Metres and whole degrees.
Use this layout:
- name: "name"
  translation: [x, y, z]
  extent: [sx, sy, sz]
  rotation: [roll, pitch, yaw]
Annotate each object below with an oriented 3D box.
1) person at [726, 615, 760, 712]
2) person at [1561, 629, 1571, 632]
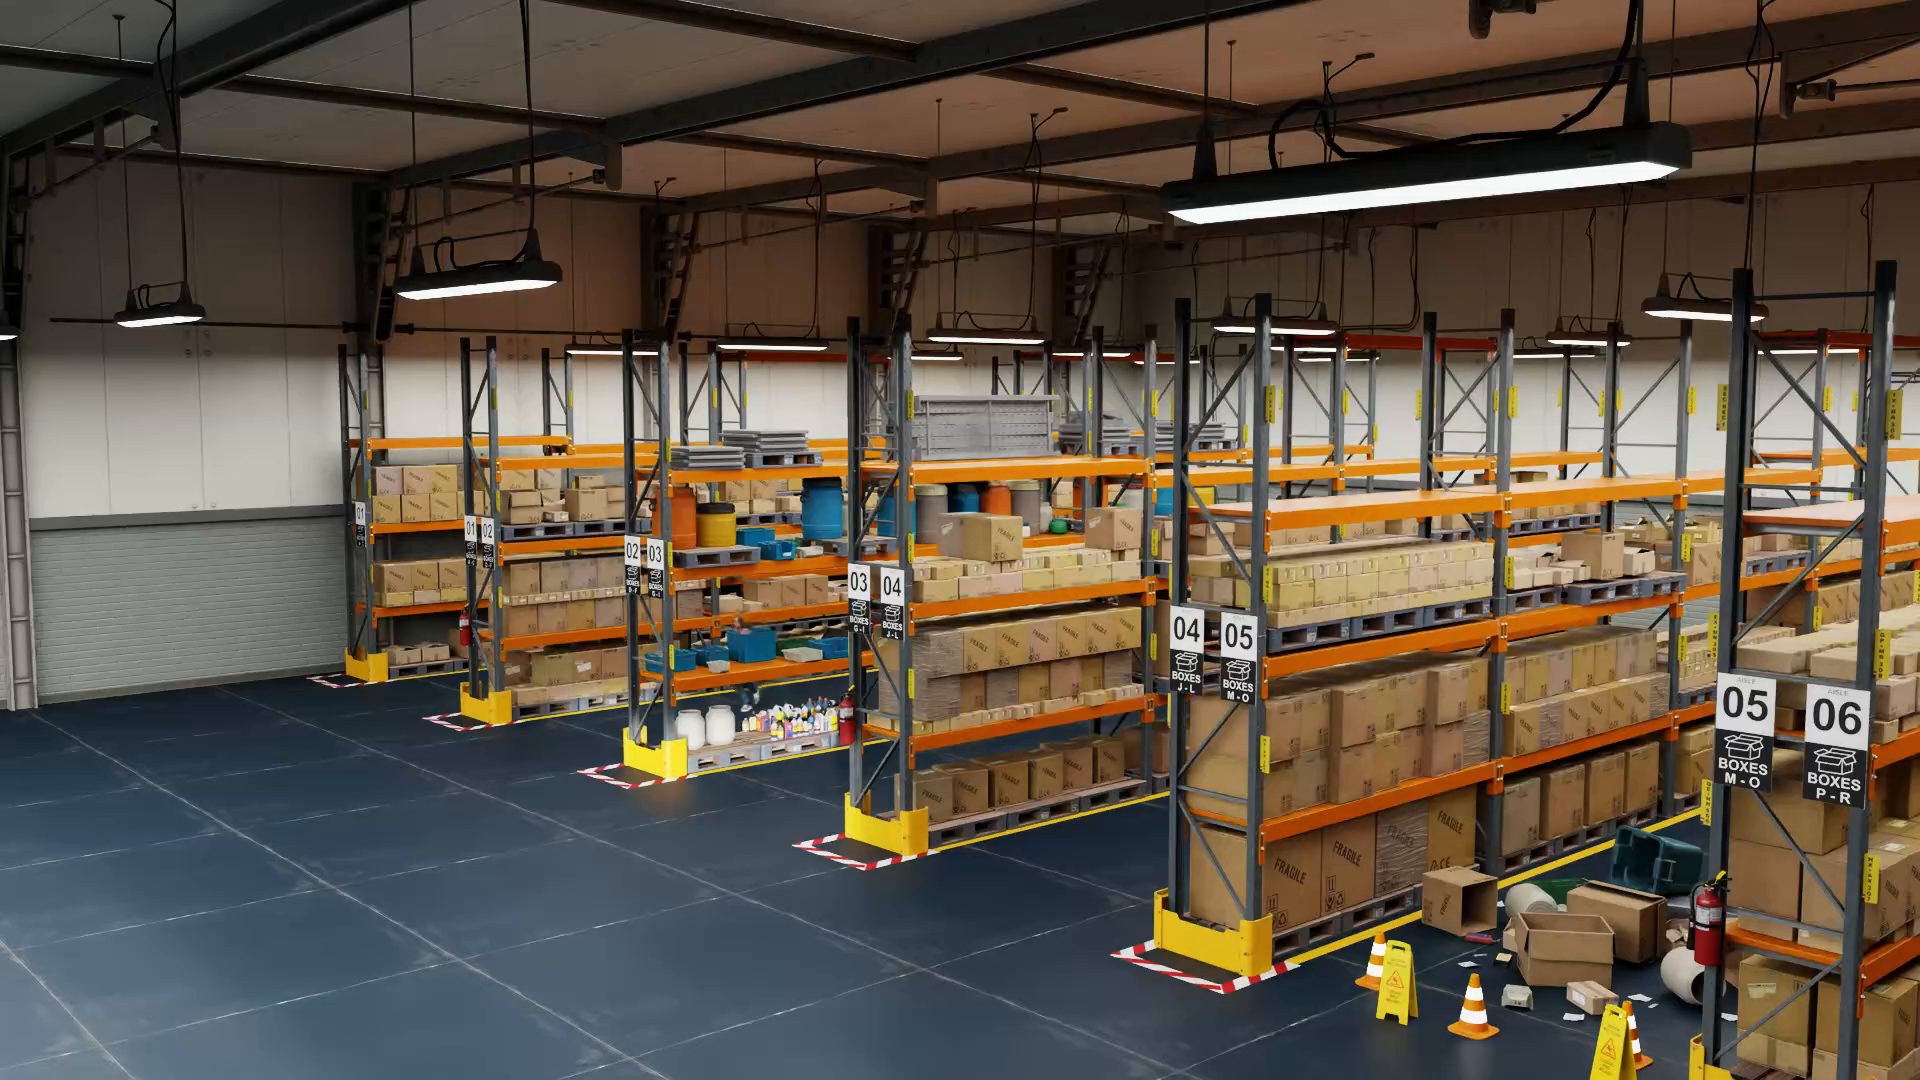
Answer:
- name: "person"
  translation: [-3.532, 1.995, 26.912]
  extent: [0.564, 1.534, 0.507]
  rotation: [2, 5, 18]
- name: "person"
  translation: [9.167, 2.123, 24.915]
  extent: [0.685, 1.609, 0.598]
  rotation: [-3, 6, -28]
